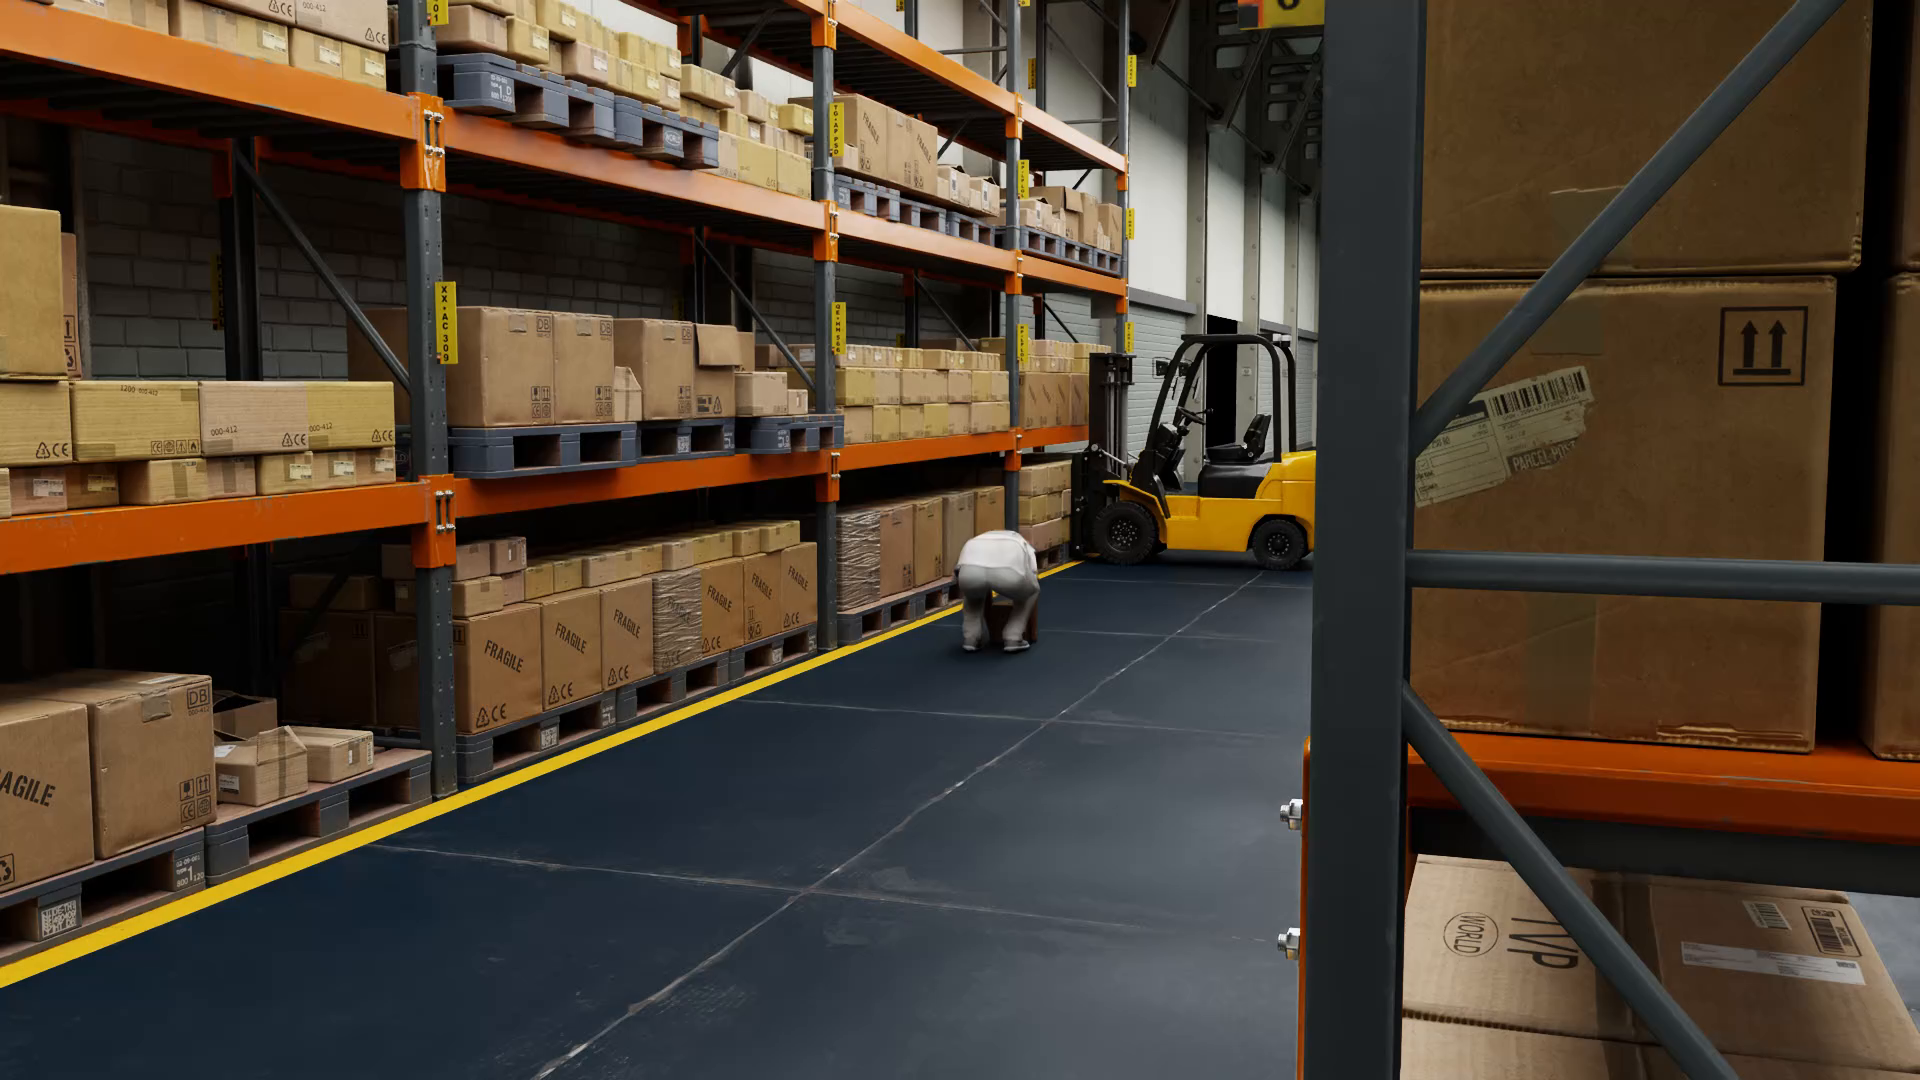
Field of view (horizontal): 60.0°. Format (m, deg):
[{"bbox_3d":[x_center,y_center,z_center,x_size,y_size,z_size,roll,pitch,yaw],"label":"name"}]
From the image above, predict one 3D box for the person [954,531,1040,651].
[{"bbox_3d":[0.255,0.325,10.719,0.503,0.775,0.939,1,6,15],"label":"person"}]
